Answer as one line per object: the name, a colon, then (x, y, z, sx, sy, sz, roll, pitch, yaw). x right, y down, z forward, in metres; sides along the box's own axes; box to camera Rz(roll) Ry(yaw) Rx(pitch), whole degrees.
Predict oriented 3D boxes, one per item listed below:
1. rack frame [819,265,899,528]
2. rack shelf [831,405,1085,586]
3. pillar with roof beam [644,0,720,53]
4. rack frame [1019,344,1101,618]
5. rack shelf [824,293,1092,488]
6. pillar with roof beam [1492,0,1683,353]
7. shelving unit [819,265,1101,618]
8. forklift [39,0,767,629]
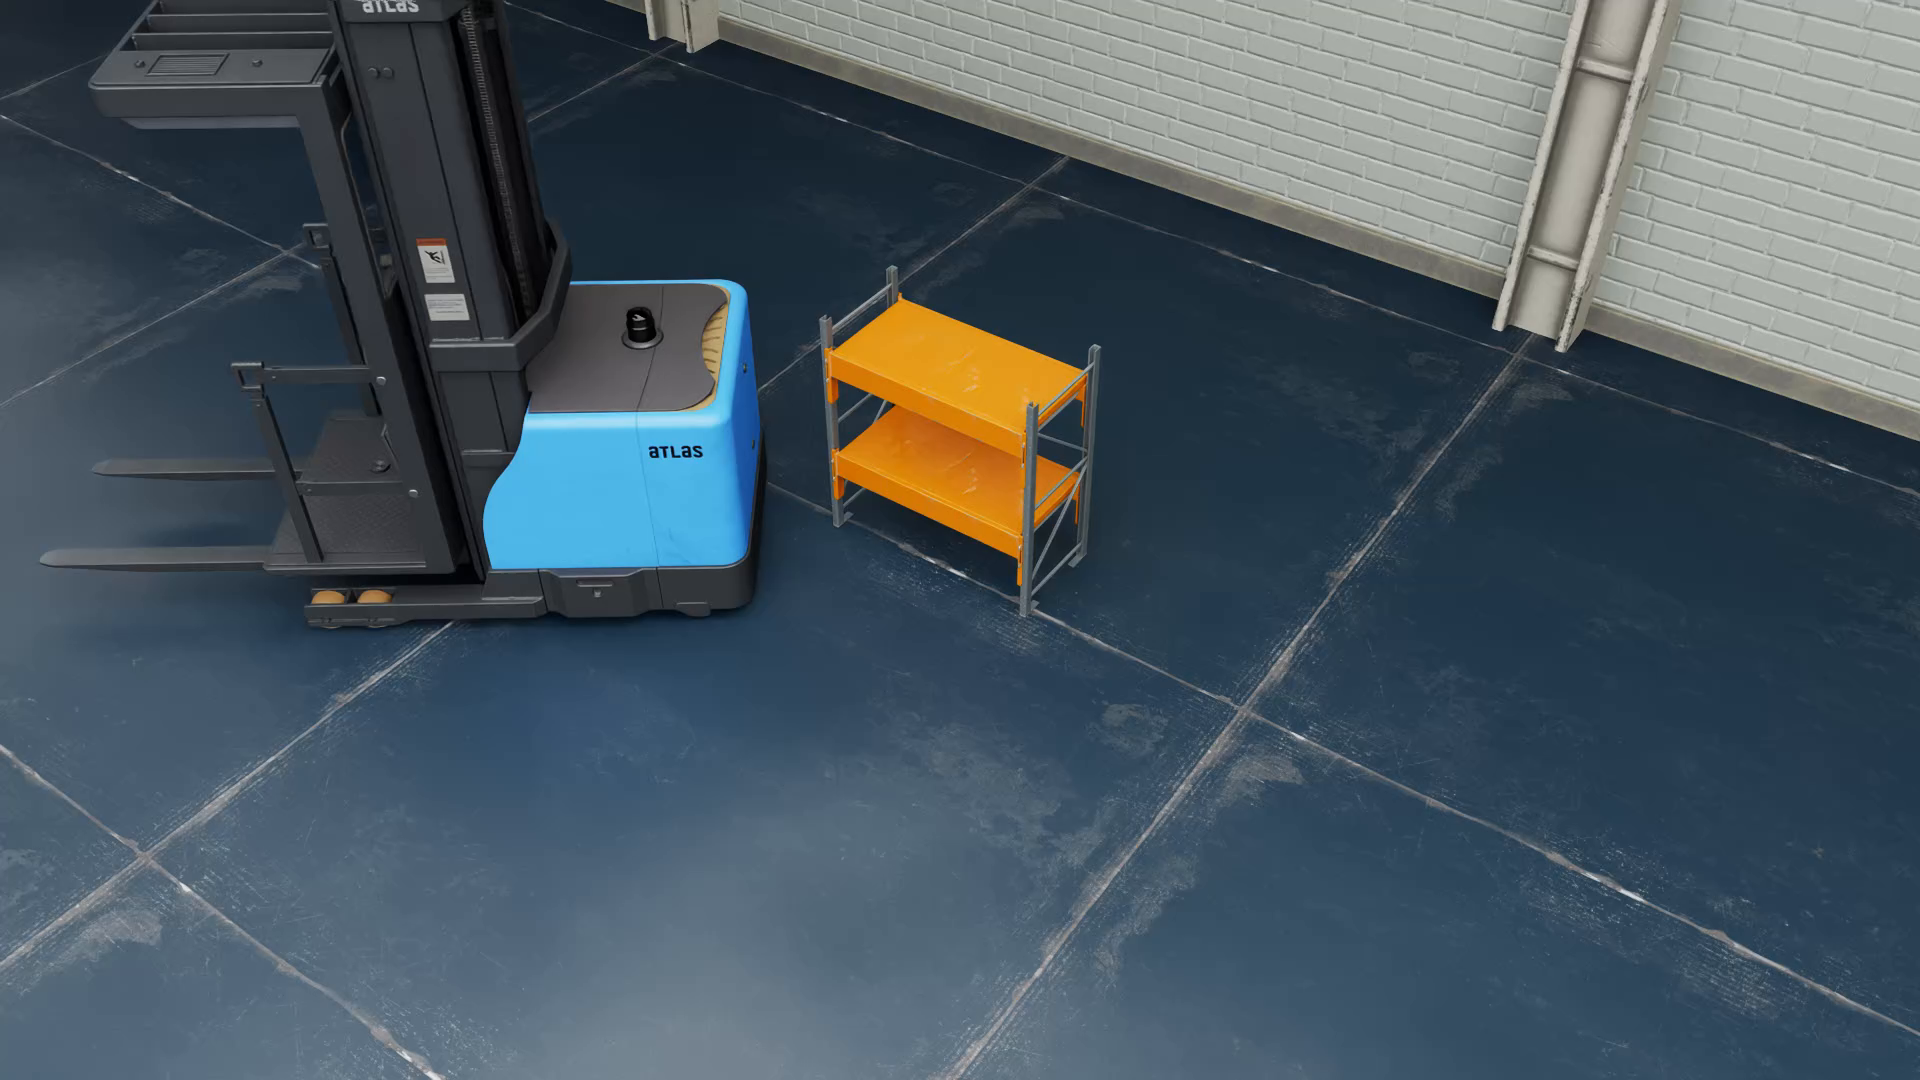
rack frame: (-0.422, -0.616, 7.344, 0.032, 1.125, 0.500, 25, 48, 25)
rack shelf: (-0.006, -0.240, 7.289, 1.000, 0.278, 0.538, 25, 48, 25)
pillar with roof beam: (-4.340, -4.424, 5.694, 0.400, 9.000, 9.100, 25, 48, 25)
rack frame: (0.411, -0.227, 6.909, 0.032, 1.125, 0.500, 25, 48, 25)
rack shelf: (-0.006, -0.640, 6.931, 1.000, 0.278, 0.538, 25, 48, 25)
pillar with roof beam: (0.573, -2.127, 3.127, 0.400, 9.000, 9.100, 25, 48, 25)
shelving unit: (-0.006, -0.422, 7.126, 1.048, 1.125, 0.538, 25, 48, 25)
forklift: (-2.405, -1.074, 6.500, 3.031, 2.935, 1.130, -1, 42, -1)
